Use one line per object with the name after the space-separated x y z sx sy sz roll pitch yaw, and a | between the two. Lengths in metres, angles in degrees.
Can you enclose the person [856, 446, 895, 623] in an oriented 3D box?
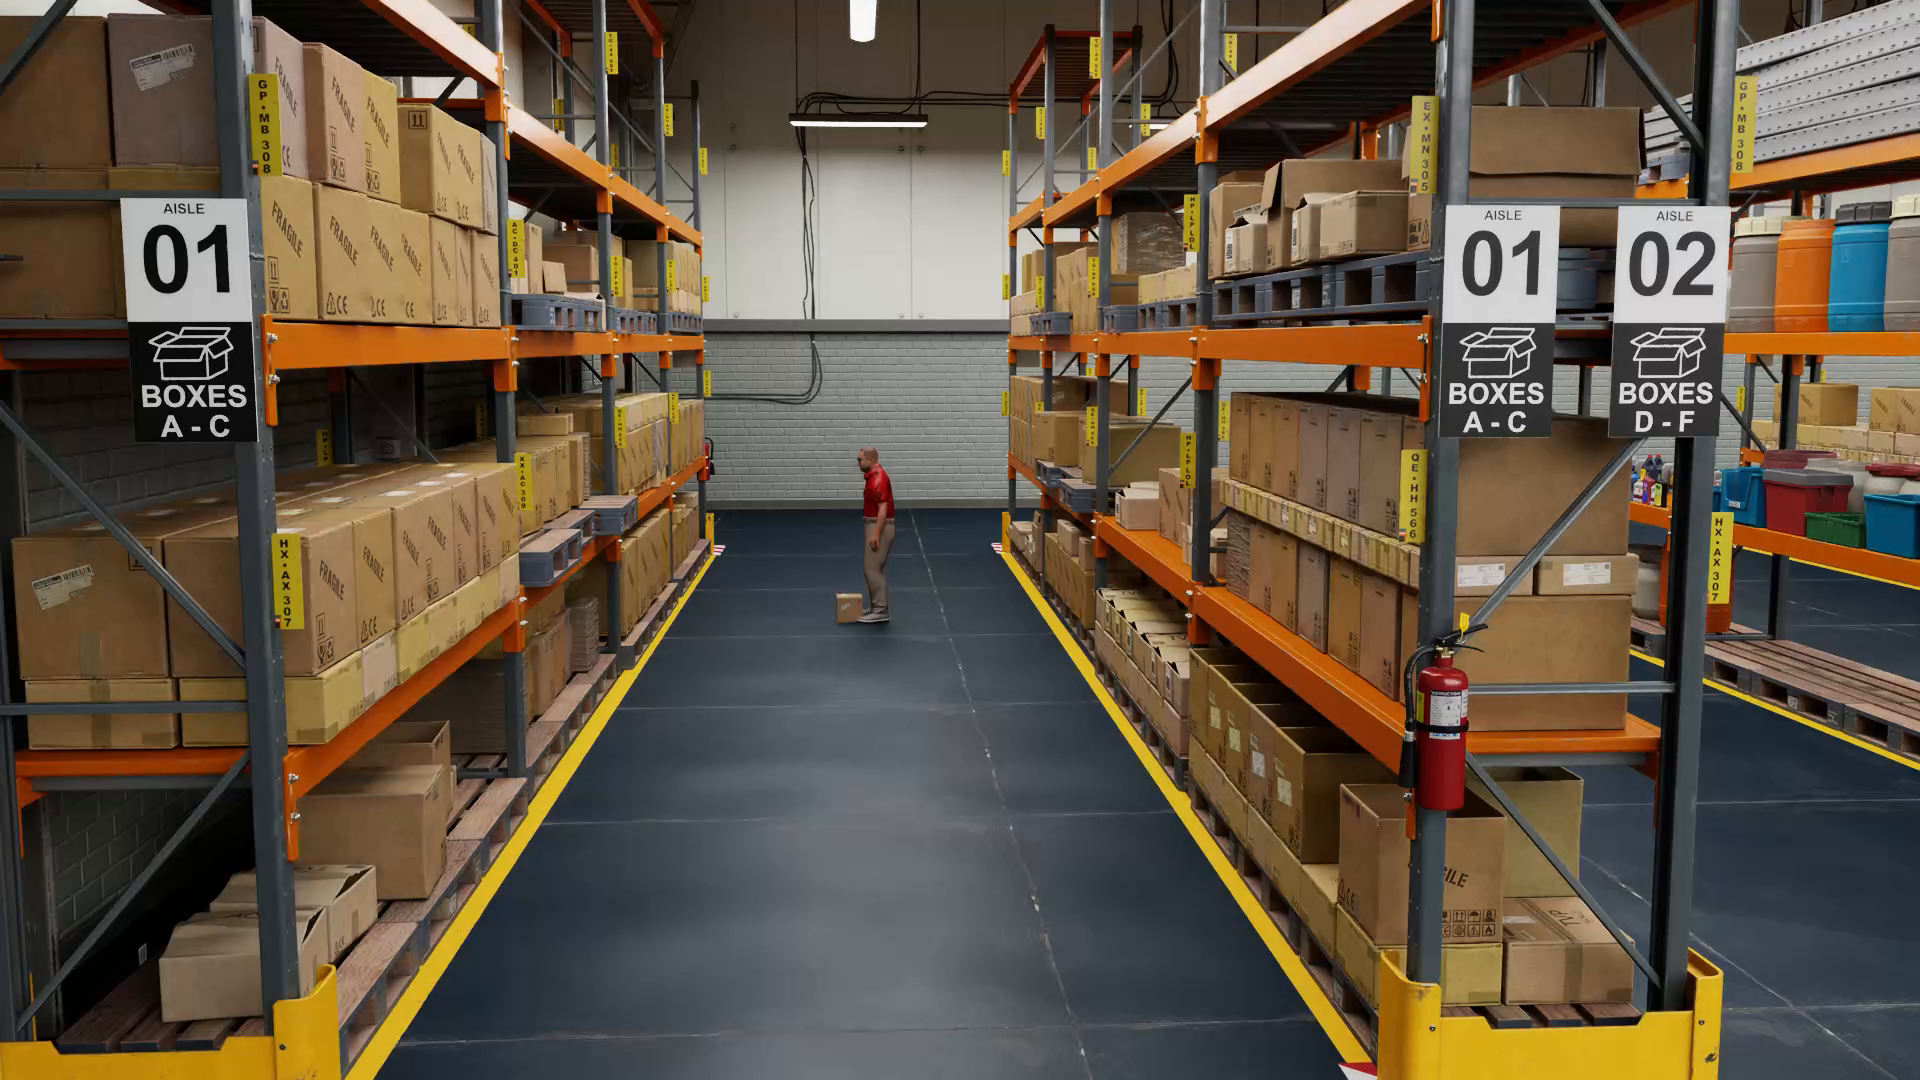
-0.838 -0.065 16.347 0.389 1.725 0.591 -1 7 -6 | person
